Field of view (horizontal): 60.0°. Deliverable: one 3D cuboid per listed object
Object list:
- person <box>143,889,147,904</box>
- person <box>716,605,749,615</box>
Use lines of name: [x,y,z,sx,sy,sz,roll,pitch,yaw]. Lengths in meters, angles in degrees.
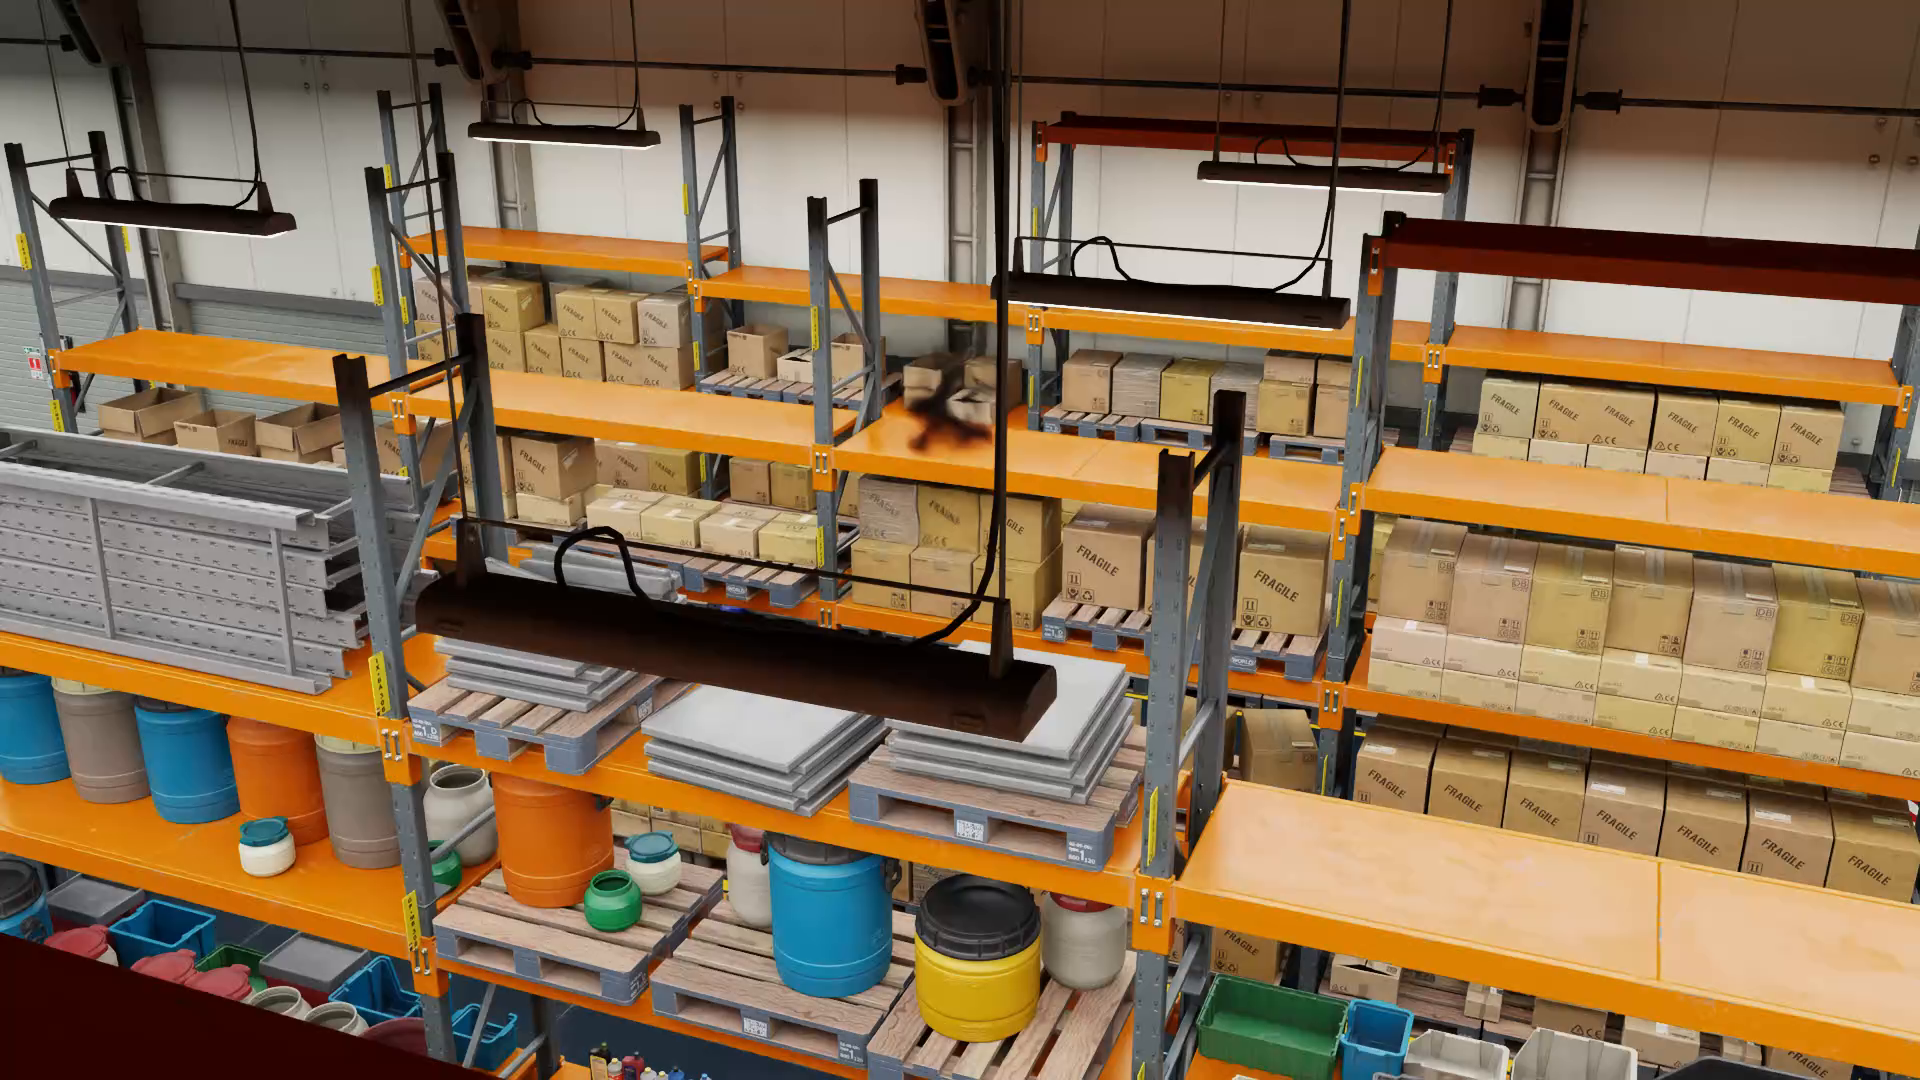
person: [-6.622,2.591,13.180,0.579,1.720,0.698,10,23,24]
person: [-2.357,1.104,17.238,0.586,1.602,0.574,5,22,14]
